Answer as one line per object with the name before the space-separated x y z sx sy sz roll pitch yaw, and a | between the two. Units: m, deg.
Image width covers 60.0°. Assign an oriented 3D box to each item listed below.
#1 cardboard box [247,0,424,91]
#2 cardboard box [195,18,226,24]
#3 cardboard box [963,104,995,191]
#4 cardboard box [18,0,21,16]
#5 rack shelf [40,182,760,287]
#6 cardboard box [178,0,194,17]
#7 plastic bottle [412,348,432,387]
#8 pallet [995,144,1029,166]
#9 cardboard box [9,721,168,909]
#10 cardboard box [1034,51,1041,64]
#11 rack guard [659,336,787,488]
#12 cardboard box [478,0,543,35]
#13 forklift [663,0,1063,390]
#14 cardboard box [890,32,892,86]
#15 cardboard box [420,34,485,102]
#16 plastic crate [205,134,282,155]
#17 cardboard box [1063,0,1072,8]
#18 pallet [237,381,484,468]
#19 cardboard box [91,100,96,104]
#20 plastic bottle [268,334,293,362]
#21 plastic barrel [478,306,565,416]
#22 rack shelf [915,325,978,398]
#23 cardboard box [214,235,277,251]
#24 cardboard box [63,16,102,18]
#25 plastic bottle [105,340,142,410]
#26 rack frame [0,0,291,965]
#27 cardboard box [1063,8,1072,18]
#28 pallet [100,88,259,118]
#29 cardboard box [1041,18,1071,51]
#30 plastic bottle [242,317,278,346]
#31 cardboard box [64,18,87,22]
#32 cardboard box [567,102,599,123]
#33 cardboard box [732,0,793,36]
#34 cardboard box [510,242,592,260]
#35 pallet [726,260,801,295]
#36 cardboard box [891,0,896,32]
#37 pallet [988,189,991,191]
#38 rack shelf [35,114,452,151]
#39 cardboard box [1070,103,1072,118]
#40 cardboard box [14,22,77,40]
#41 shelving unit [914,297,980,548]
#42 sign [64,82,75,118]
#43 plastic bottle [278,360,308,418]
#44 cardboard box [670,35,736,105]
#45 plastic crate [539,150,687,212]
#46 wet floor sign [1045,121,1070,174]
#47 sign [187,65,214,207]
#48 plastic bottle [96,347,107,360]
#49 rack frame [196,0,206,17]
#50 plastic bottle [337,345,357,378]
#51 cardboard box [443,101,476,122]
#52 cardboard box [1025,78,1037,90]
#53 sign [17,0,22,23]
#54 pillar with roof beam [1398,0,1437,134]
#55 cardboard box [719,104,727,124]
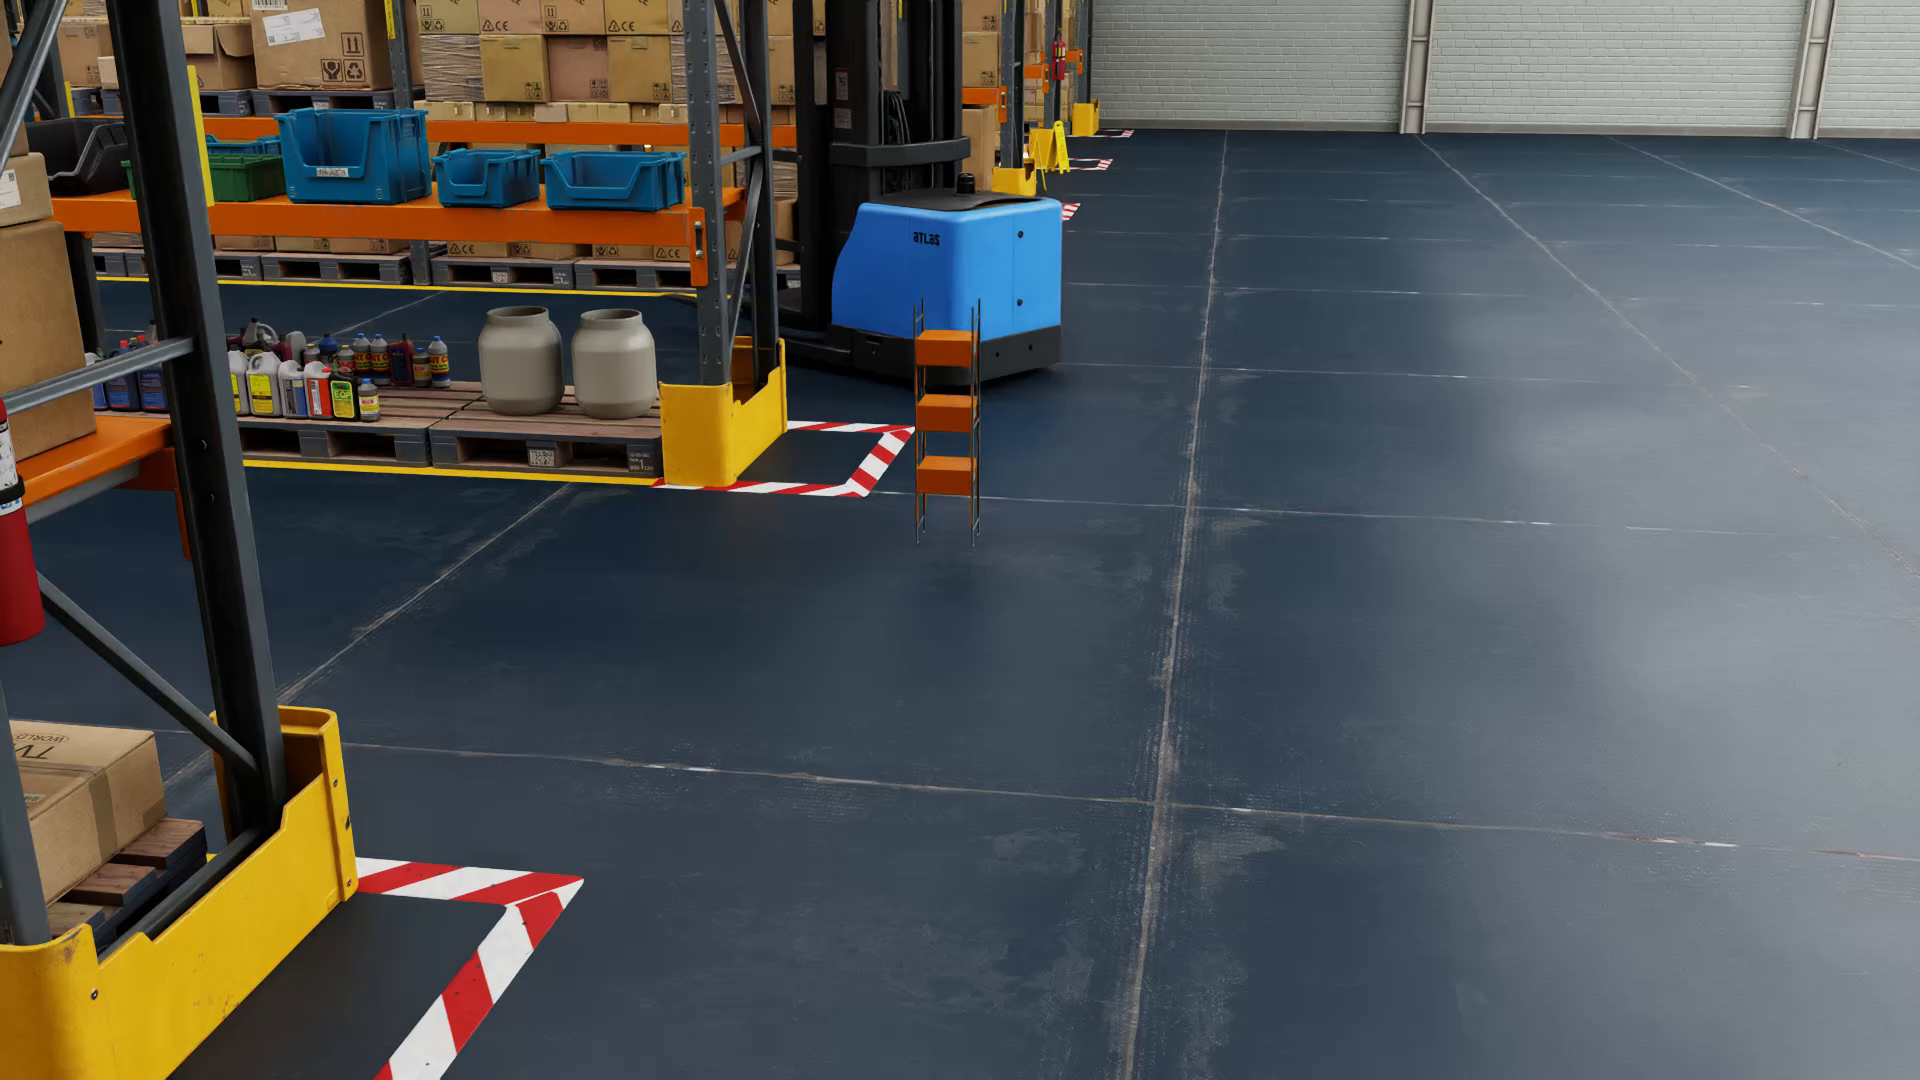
cardboard box | -5.040 -4.197 13.513 1.000 1.000 1.000 3 19 9
cardboard box | -8.145 -5.636 18.218 0.250 0.149 0.380 3 19 8
cardboard box | -0.122 -4.182 17.762 0.875 0.875 0.875 3 19 9
cardboard box | -13.614 -7.723 23.923 0.500 0.500 0.500 2 19 7
rack shelf | -3.089 -1.636 8.600 4.000 0.370 1.077 3 19 9
cardboard box | -11.115 -7.596 23.544 0.500 0.500 0.500 3 19 8
plastic bottle | -2.957 -0.952 9.139 0.097 0.201 0.097 0 18 0
pallet | 0.372 -5.267 22.710 1.213 0.211 1.003 3 19 9
cardboard box | -2.398 0.683 4.206 0.500 0.250 0.500 3 19 9
cardboard box | 0.941 -6.496 22.386 0.250 0.149 0.380 3 19 9
rack guard | -1.197 -0.680 8.549 0.348 0.500 1.175 3 19 9
cardboard box | -3.380 -4.165 12.823 0.500 0.500 0.500 3 19 9
forklift | -0.775 -2.660 10.633 3.031 2.935 1.130 17 25 41
cardboard box | -0.895 -5.141 17.705 0.550 0.550 0.875 3 19 9
cardboard box | -3.844 -3.776 13.235 0.500 0.500 0.875 3 19 9
plastic crate | -3.928 -2.037 8.898 0.616 0.251 0.499 3 19 9
cardboard box | 1.640 -8.536 26.440 0.250 0.149 0.380 3 19 9
pallet | -3.199 -0.648 8.908 1.213 0.211 1.003 3 19 9
cardboard box | -12.982 -6.277 24.712 0.875 0.438 0.875 3 19 10
plastic bottle | -3.730 -0.988 9.115 0.133 0.283 0.061 3 19 9
plastic barrel | -2.271 -0.931 8.616 0.421 0.512 0.421 0 18 0
rack shelf | -0.053 -0.760 7.058 0.240 0.259 0.215 3 19 9
cardboard box | -5.901 -2.749 14.036 0.500 0.500 0.700 1 19 4
cardboard box | -10.084 -5.944 19.138 0.250 0.149 0.380 3 19 8
plastic bottle | -4.333 -0.860 8.627 0.185 0.351 0.144 3 19 10
rack frame | -1.904 -0.325 3.547 0.127 3.000 1.000 3 19 9
cardboard box | 1.640 -8.373 26.420 0.250 0.149 0.380 3 19 9
pallet | -6.267 -3.653 13.797 1.213 0.211 1.003 3 19 9
cardboard box | 1.499 -8.078 26.562 0.500 0.500 0.500 3 19 7
plastic bottle | -3.874 -1.062 9.233 0.185 0.351 0.144 3 19 8
cardboard box | -9.698 -5.715 18.452 0.250 0.149 0.380 4 19 11
cardboard box | -2.875 -3.350 12.985 0.250 0.149 0.380 3 19 9
cardboard box | -1.406 -4.065 12.522 0.500 0.500 0.500 3 19 9
cardboard box | -3.323 -2.584 13.577 0.500 0.500 0.500 9 21 26
pallet | -1.200 -2.162 13.432 1.213 0.211 1.003 3 19 9
cardboard box | -0.360 -5.590 17.345 0.550 0.550 0.875 3 19 9
pallet | -0.244 -3.671 17.941 1.213 0.211 1.003 3 19 9
rack shelf | -6.253 -3.389 13.839 4.000 0.370 1.077 3 19 9
cardboard box | 1.573 -7.070 27.376 0.500 0.250 0.500 3 19 9
cardboard box | -7.688 -4.063 13.899 0.500 0.500 0.500 1 19 2
shelving unit | -0.053 -0.501 7.145 0.252 1.050 0.215 3 19 9
sign | -4.966 -2.381 9.256 0.005 0.325 0.100 3 19 9
plastic bottle | -3.379 -0.777 8.497 0.135 0.276 0.152 2 19 7
cardboard box | -1.867 -3.679 12.946 0.500 0.500 0.875 3 19 9
plastic crate | -1.656 -1.738 8.004 0.616 0.251 0.499 3 19 9
wet floor sign | 1.261 -5.072 21.444 0.232 0.644 0.267 10 21 27
sign | -1.810 -0.947 3.916 0.005 0.325 0.100 3 19 9
plastic bottle | -4.479 -0.871 8.766 0.133 0.283 0.061 3 19 9
rack frame | -10.605 -7.137 23.906 0.127 3.000 1.000 3 19 9
plastic bottle | -3.390 -0.975 9.205 0.097 0.201 0.097 0 18 0
cardboard box | -3.869 -3.389 13.100 0.250 0.149 0.380 3 19 9
cardboard box | 1.018 -7.407 26.809 0.500 0.250 0.500 3 19 10
sign | -8.151 -4.513 14.364 0.005 0.325 0.100 3 19 9
pillar with roof beam | 6.723 -9.600 21.813 0.400 9.000 9.100 3 19 9
cardboard box | -1.880 -3.317 12.884 0.250 0.149 0.380 3 19 9
